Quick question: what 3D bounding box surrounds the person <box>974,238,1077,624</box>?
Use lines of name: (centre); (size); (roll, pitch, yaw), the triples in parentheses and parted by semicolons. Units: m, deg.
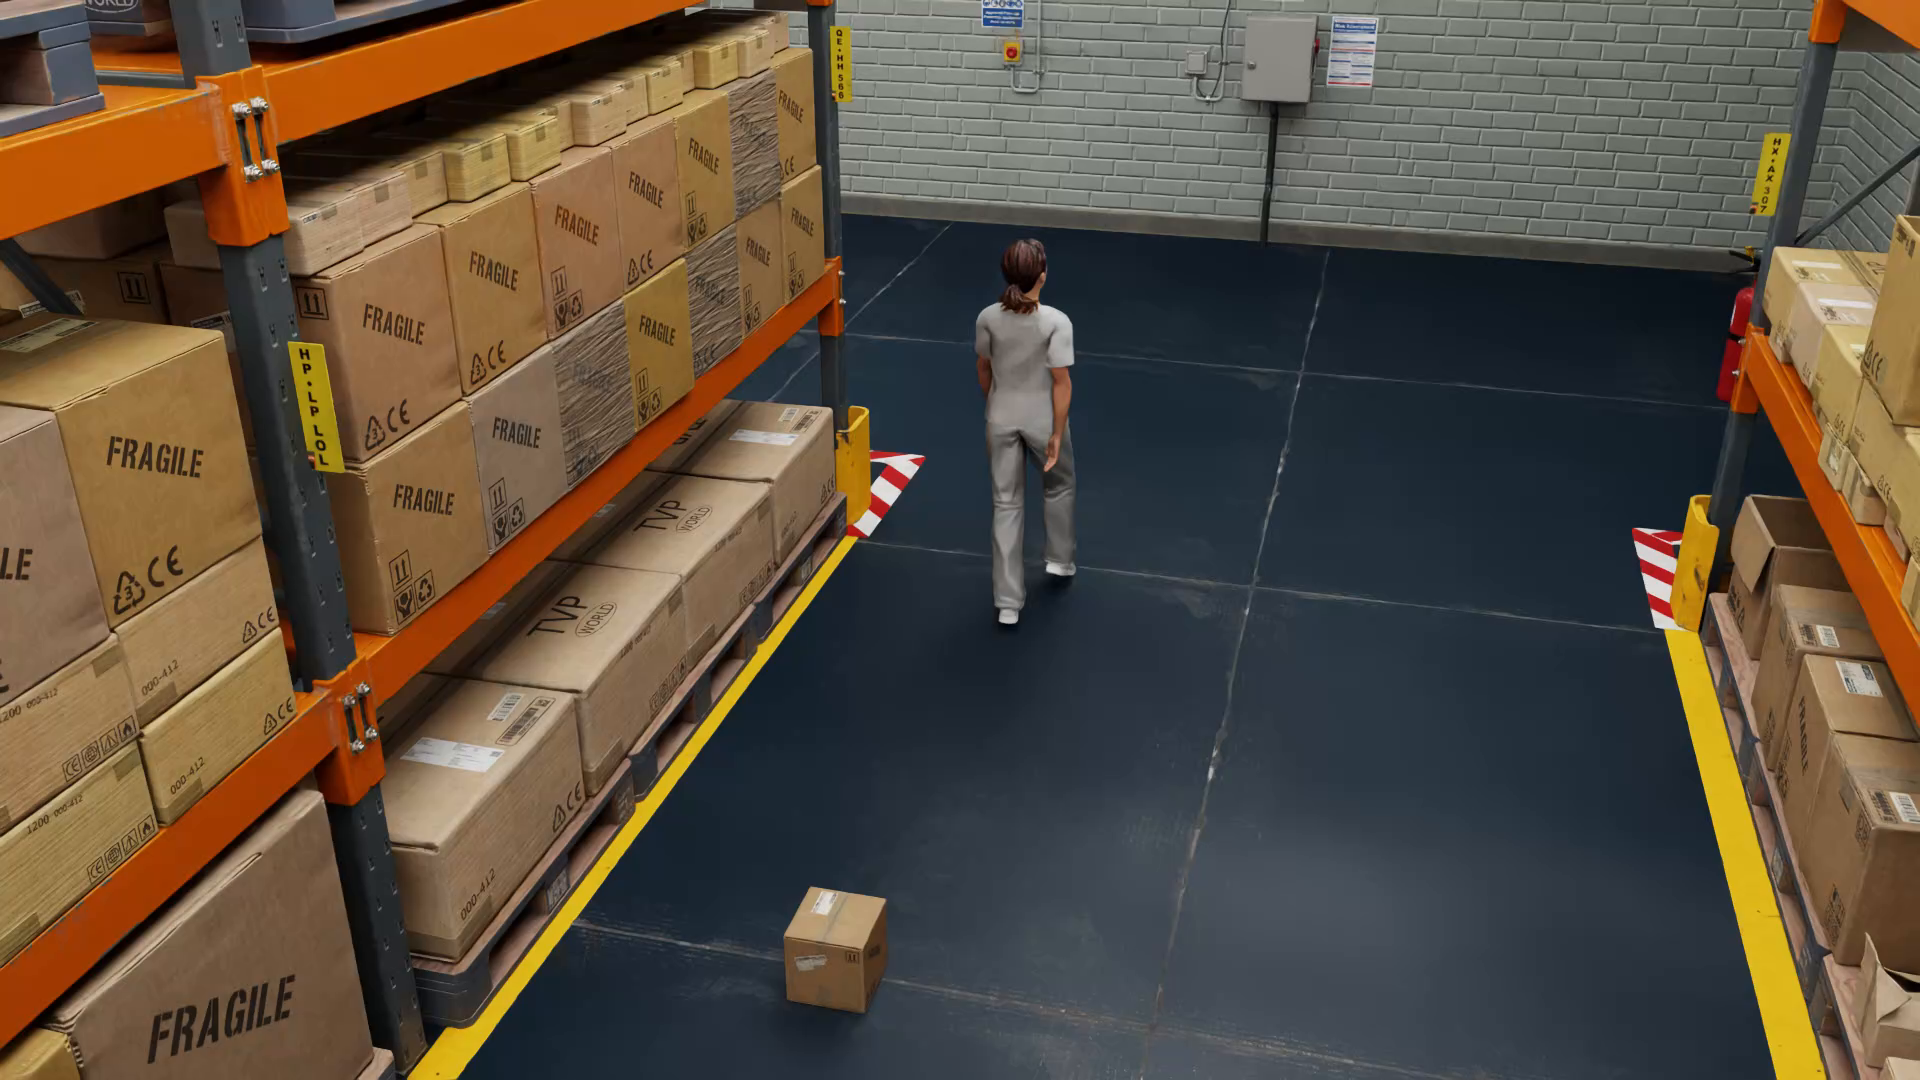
person: (0.292, -0.493, 7.168); (0.446, 1.700, 0.756); (6, 26, 13)
